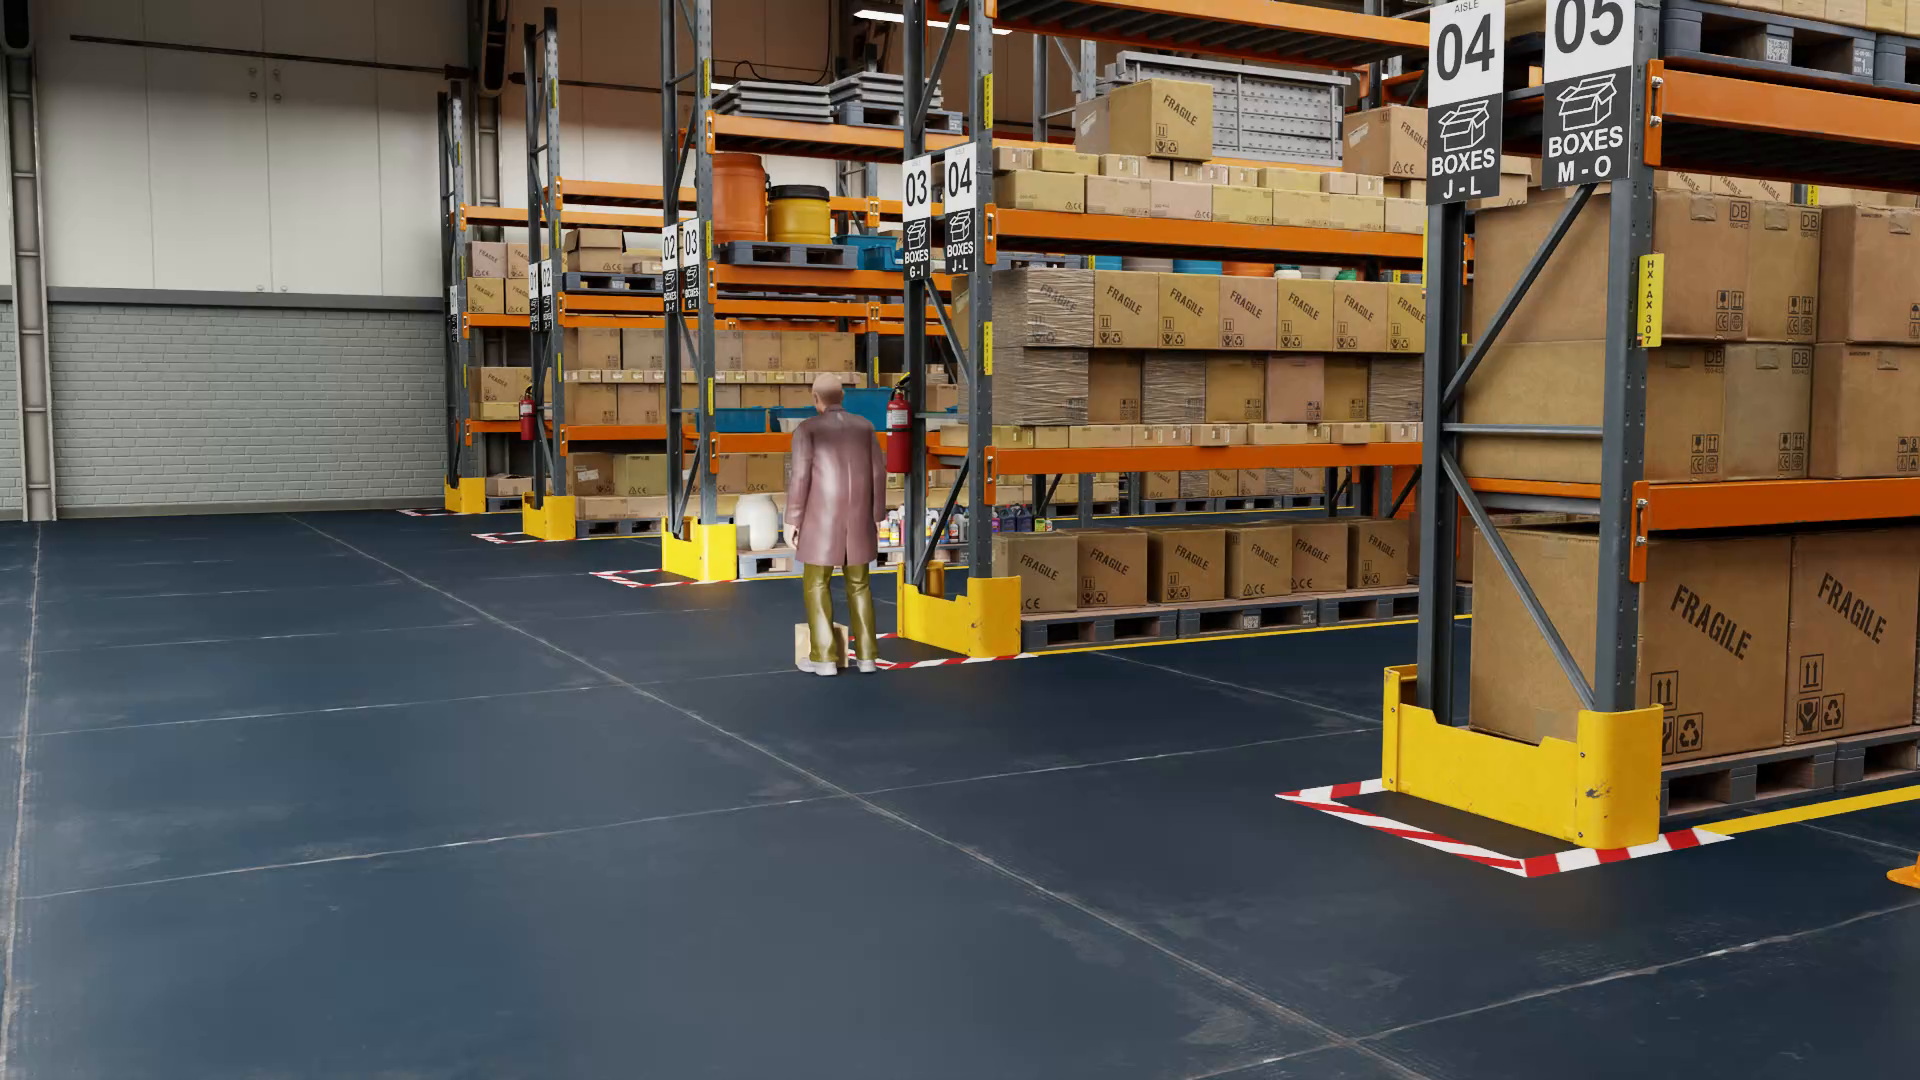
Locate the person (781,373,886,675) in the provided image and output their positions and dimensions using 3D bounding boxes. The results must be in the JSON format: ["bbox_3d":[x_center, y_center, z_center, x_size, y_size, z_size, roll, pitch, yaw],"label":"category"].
[{"bbox_3d":[-0.746,-0.098,9.834,0.654,1.774,0.421,-2,5,-27],"label":"person"}]
